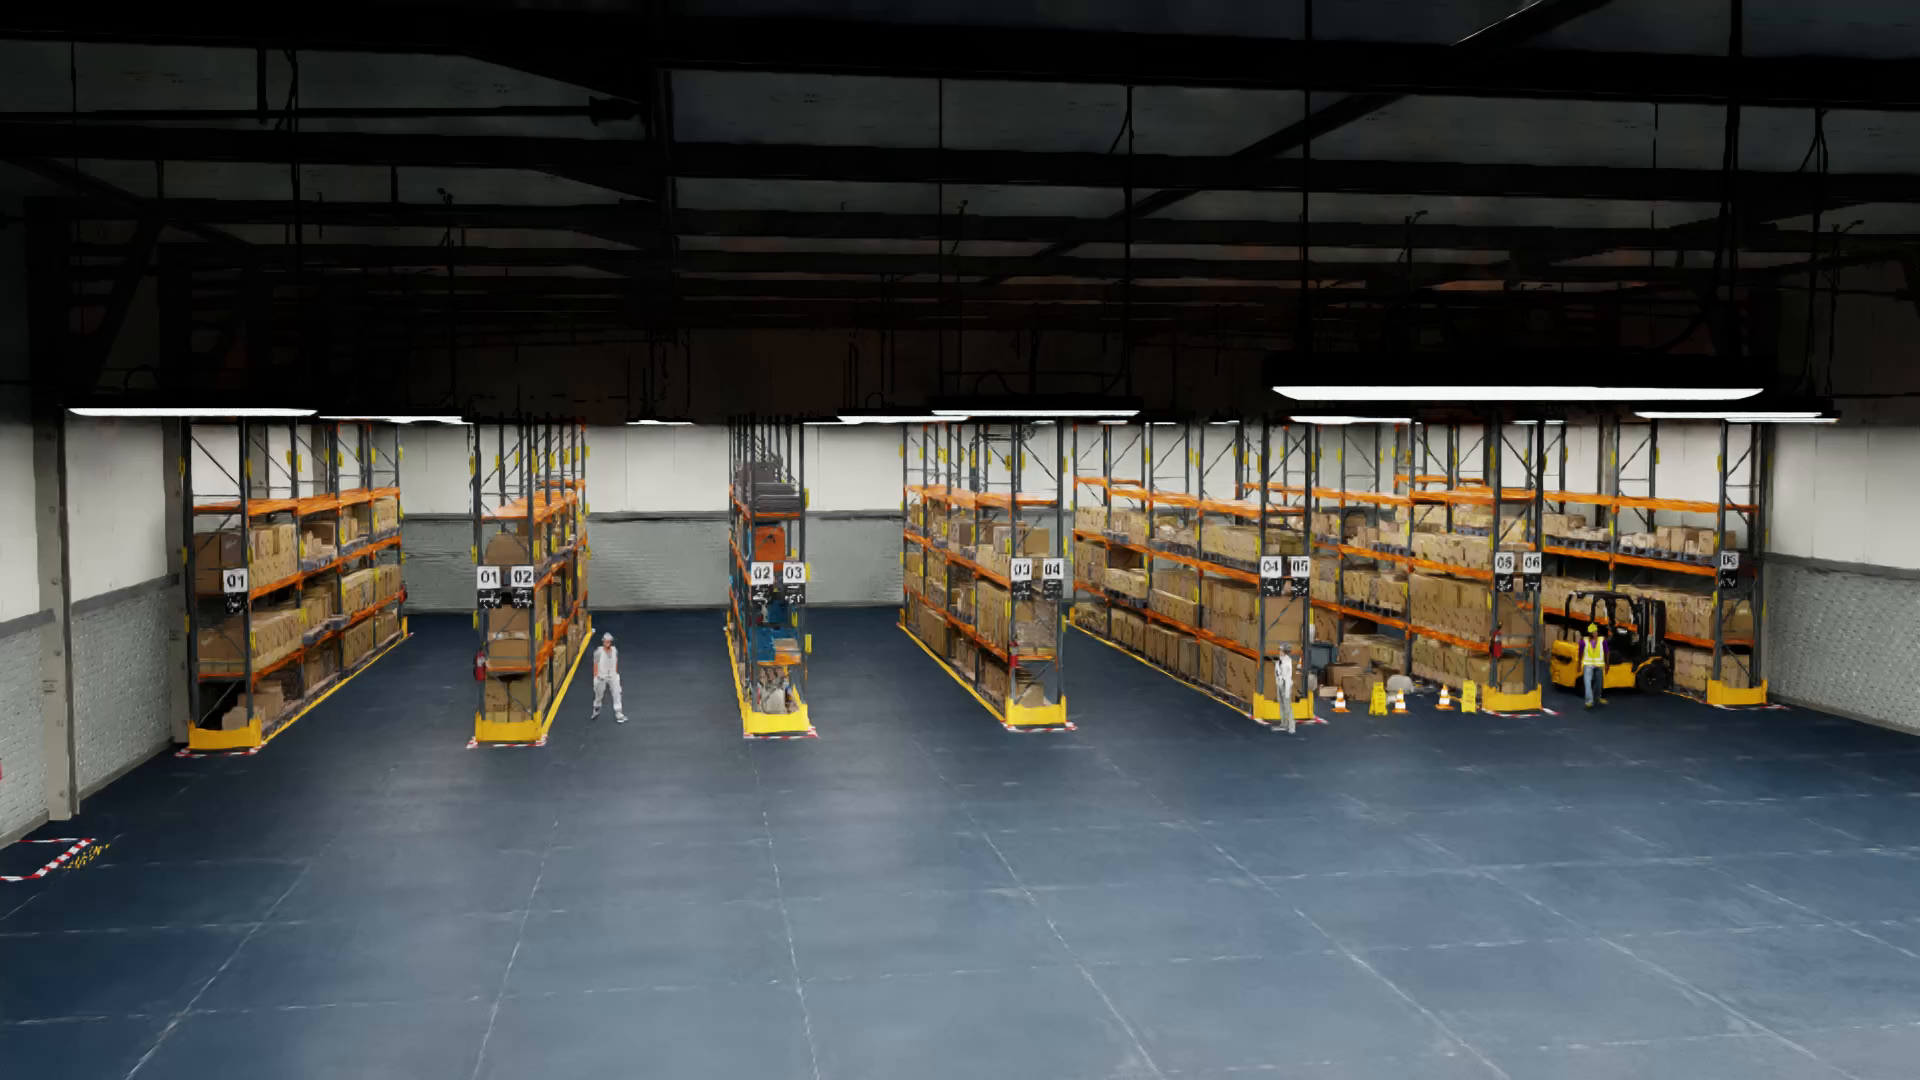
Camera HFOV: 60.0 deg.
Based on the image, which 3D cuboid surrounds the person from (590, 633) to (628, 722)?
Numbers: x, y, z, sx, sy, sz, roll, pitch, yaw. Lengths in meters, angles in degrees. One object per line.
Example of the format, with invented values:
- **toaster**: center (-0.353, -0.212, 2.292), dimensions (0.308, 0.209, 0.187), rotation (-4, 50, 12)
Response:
- **person**: center (-6.848, 2.661, 32.311), dimensions (0.593, 1.747, 0.968), rotation (-2, 5, -32)

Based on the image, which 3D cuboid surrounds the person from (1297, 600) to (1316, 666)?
- **person**: center (8.168, 2.214, 39.262), dimensions (0.551, 1.657, 0.598), rotation (1, 4, 19)

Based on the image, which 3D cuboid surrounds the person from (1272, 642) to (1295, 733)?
- **person**: center (6.082, 2.760, 31.169), dimensions (0.371, 1.667, 0.587), rotation (0, 4, -6)

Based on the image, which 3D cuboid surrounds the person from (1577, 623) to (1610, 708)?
- **person**: center (12.957, 2.552, 34.003), dimensions (0.603, 1.739, 0.926), rotation (1, 4, 15)
